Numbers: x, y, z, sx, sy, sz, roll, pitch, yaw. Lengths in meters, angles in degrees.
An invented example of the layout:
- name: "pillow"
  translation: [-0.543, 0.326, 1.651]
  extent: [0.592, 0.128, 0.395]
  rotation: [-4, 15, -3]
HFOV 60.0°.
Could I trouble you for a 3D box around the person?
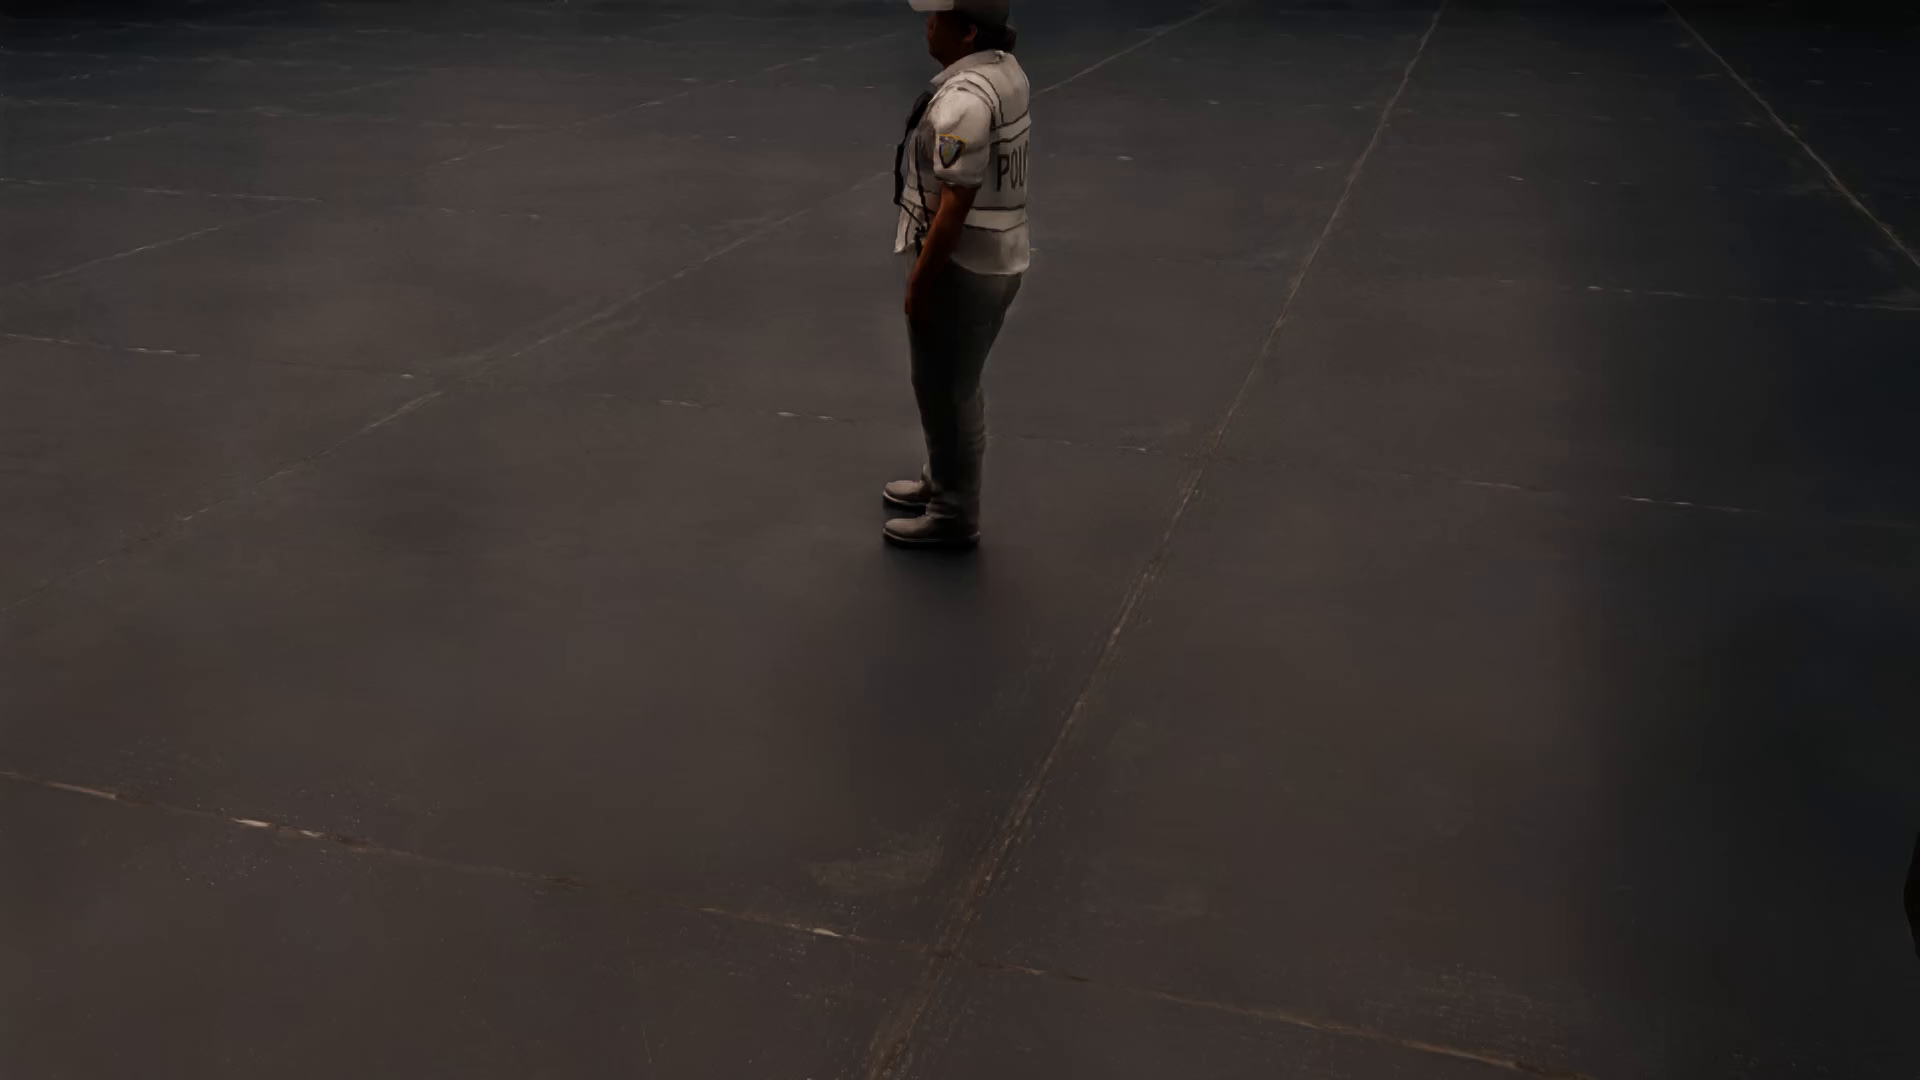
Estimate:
- name: "person"
  translation: [-0.066, -0.794, 4.841]
  extent: [0.529, 1.669, 0.598]
  rotation: [7, 23, 16]
